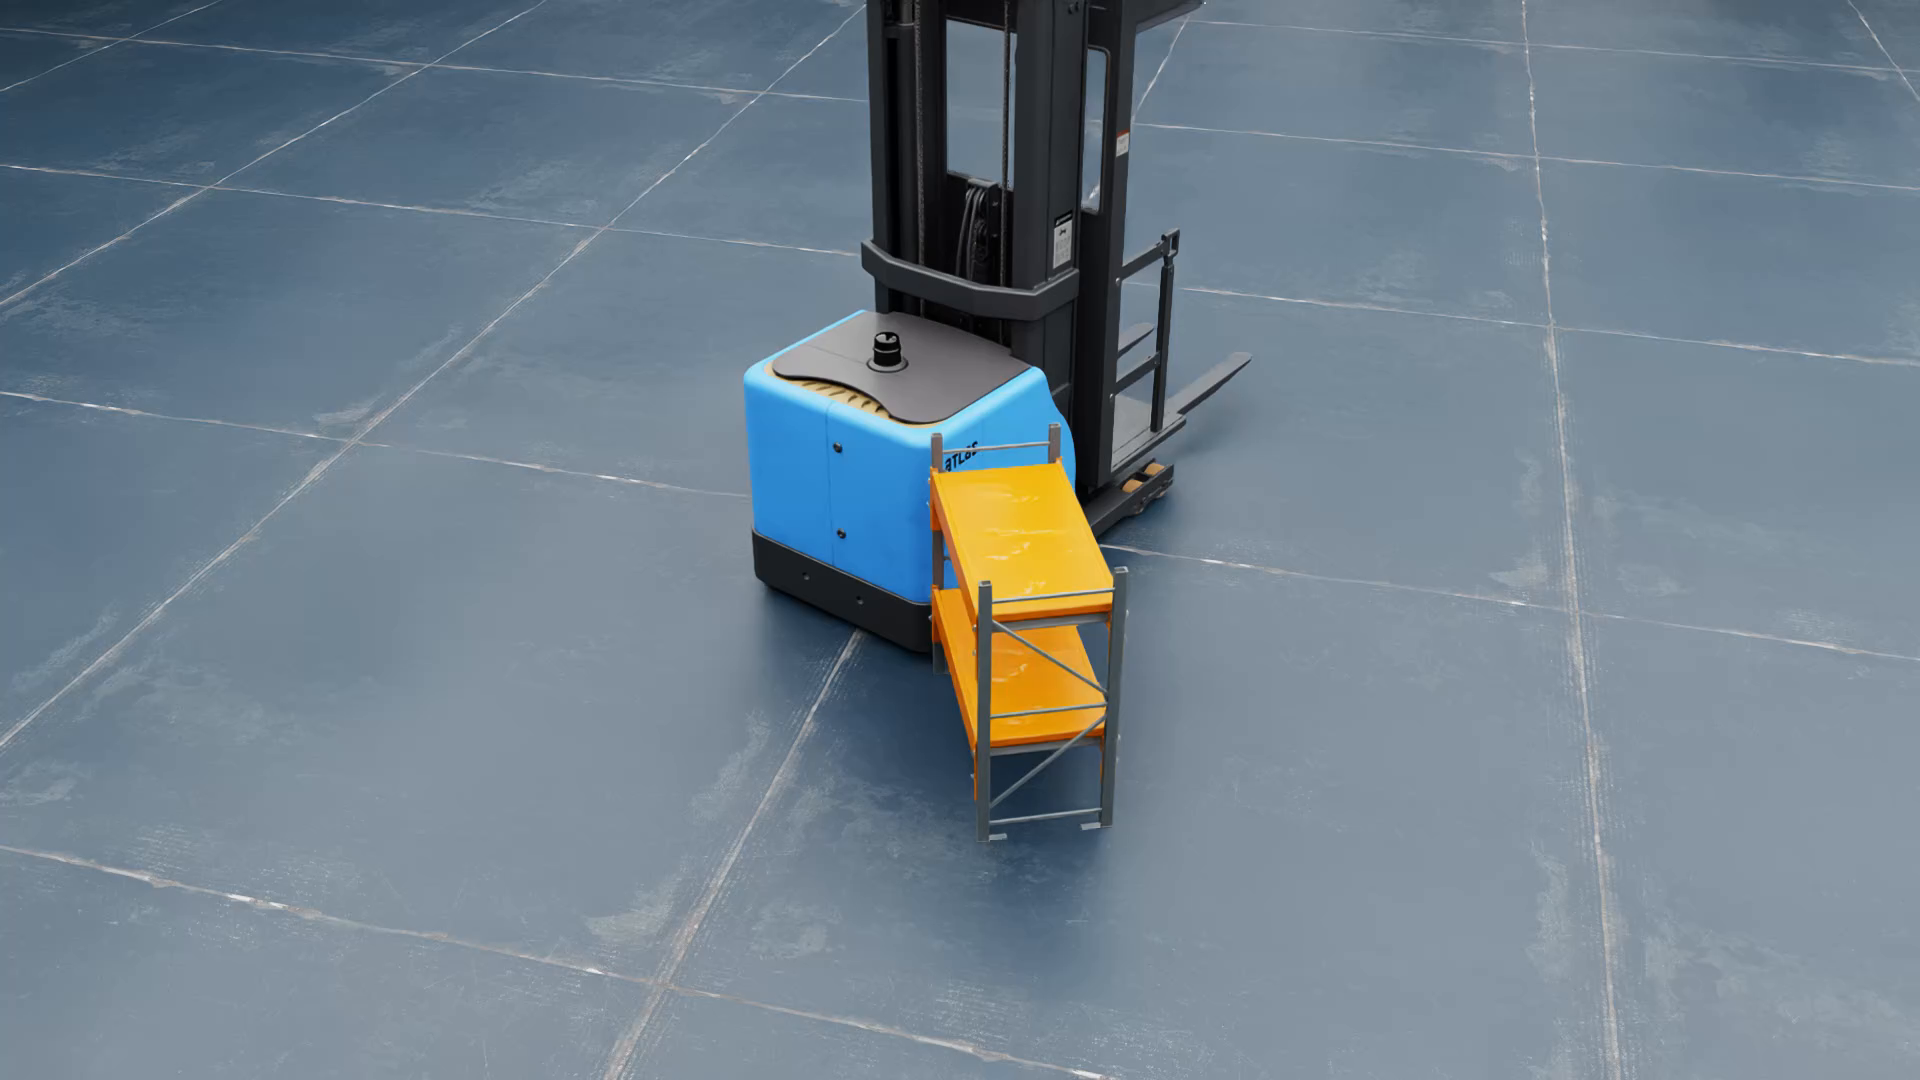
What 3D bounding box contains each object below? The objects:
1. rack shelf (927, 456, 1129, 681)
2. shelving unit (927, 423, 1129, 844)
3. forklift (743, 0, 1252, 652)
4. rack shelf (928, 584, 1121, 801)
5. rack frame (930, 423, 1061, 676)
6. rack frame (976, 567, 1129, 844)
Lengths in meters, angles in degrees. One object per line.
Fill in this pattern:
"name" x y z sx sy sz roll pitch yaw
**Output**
"rack shelf" 0.222 0.078 6.033 0.538 0.278 1.000 -5 33 -8
"shelving unit" 0.222 0.325 6.190 0.538 1.125 1.048 -5 33 -8
"forklift" 0.380 -1.504 7.383 1.130 2.935 3.031 22 39 31
"rack shelf" 0.222 0.531 6.321 0.538 0.278 1.000 -5 33 -8
"rack frame" 0.137 0.056 6.613 0.500 1.125 0.032 -5 33 -8
"rack frame" 0.308 0.594 5.767 0.500 1.125 0.032 -5 33 -8
